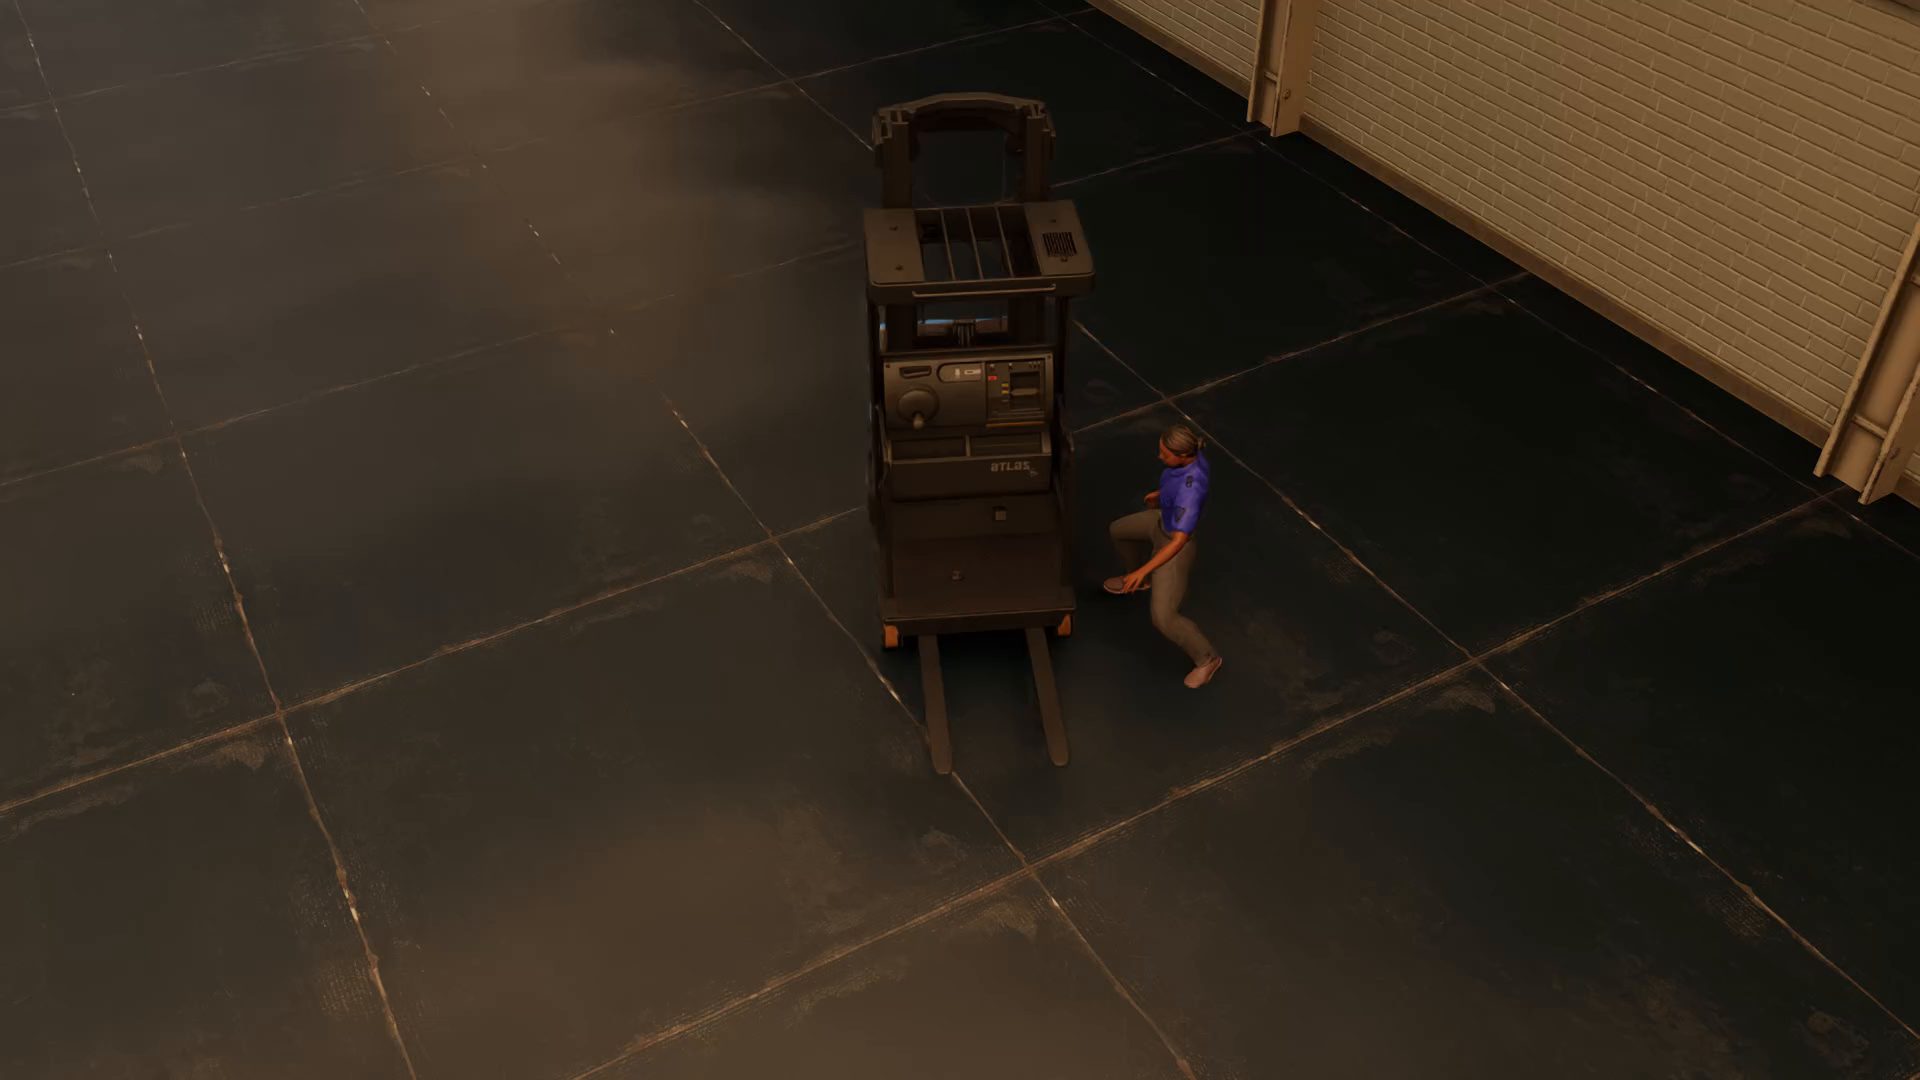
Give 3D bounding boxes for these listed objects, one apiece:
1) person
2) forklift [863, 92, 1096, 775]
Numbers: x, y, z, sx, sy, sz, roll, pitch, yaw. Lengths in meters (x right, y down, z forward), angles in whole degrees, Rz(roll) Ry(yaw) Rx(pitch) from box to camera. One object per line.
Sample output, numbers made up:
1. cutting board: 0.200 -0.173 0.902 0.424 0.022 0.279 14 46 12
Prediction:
1. person: 1.163 0.008 9.170 0.693 1.534 0.877 4 40 4
2. forklift: 0.072 -0.738 8.926 1.130 2.935 3.031 -4 40 -4
